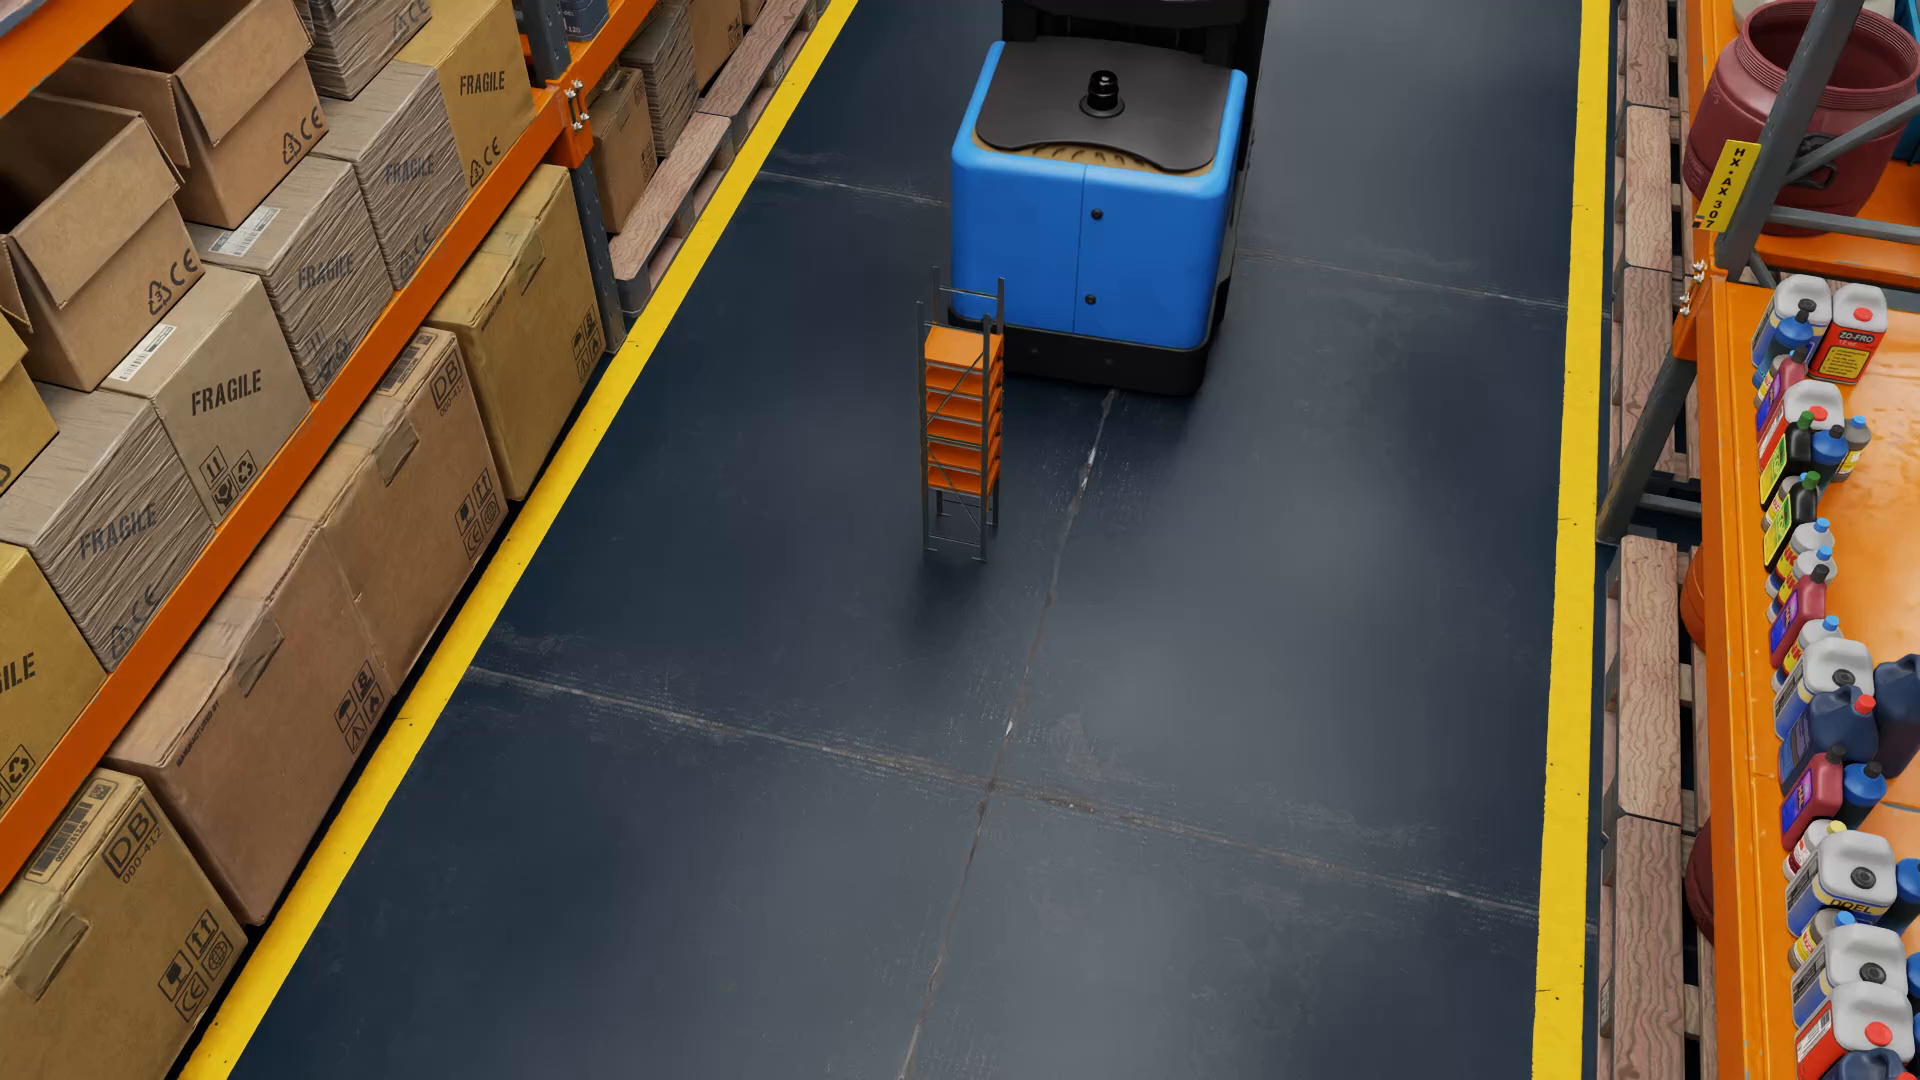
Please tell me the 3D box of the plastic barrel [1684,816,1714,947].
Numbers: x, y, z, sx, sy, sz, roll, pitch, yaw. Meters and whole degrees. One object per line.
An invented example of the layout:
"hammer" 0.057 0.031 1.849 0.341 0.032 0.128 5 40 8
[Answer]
"plastic barrel" 2.469 0.909 4.775 0.600 0.588 0.708 12 50 10

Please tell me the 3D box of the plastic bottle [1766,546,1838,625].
"plastic bottle" 2.153 0.115 4.234 0.097 0.271 0.097 0 49 0

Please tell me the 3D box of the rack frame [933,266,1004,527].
"rack frame" 0.028 -0.474 5.868 0.240 1.200 0.006 12 50 10

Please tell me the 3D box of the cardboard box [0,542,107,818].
"cardboard box" -2.459 0.312 3.907 0.500 0.500 0.500 12 50 10

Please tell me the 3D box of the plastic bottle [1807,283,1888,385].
"plastic bottle" 2.600 -0.604 4.865 0.152 0.276 0.135 12 50 10

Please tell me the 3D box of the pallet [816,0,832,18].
"pallet" -1.050 -3.308 9.029 1.003 0.211 1.213 12 50 10

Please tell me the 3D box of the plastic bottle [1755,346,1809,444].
"plastic bottle" 2.322 -0.407 4.687 0.061 0.283 0.133 12 50 10

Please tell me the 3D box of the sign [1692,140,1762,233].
"sign" 2.346 -1.081 5.095 0.100 0.325 0.005 12 50 10

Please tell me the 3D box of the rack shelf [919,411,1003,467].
"rack shelf" 0.004 -0.378 5.843 0.258 0.103 0.180 12 50 10

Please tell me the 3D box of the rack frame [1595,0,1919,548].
"rack frame" 2.879 -0.924 5.065 1.000 3.000 0.127 12 50 10

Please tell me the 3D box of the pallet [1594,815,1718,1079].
"pallet" 2.388 1.457 4.823 1.003 0.211 1.213 12 50 10

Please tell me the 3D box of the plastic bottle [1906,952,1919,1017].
"plastic bottle" 2.007 0.948 3.499 0.097 0.271 0.097 0 49 0

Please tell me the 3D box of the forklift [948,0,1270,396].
"forklift" 0.771 -2.676 6.657 1.130 2.935 3.031 9 49 8

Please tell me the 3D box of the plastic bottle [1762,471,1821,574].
"plastic bottle" 2.191 -0.047 4.368 0.061 0.283 0.133 12 50 10

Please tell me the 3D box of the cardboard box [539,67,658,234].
"cardboard box" -1.743 -1.708 7.131 0.700 0.500 0.500 9 49 8

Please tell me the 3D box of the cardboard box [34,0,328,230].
"cardboard box" -2.282 -1.270 4.634 0.797 0.503 0.637 13 50 11

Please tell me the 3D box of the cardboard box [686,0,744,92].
"cardboard box" -1.466 -2.523 7.850 0.700 0.500 0.500 15 50 13

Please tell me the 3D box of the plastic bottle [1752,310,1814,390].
"plastic bottle" 2.396 -0.554 4.824 0.097 0.271 0.097 0 49 0

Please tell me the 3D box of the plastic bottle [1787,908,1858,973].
"plastic bottle" 1.886 0.871 3.613 0.097 0.201 0.097 0 49 0

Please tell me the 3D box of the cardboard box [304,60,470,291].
"cardboard box" -1.927 -1.169 5.214 0.500 0.500 0.500 11 50 10

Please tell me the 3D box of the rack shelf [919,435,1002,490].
"rack shelf" 0.004 -0.299 5.933 0.258 0.103 0.180 12 50 10

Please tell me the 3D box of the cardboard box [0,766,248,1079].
"cardboard box" -2.803 1.089 4.425 1.225 0.875 0.875 12 50 10

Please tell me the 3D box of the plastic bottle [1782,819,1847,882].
"plastic bottle" 1.947 0.703 3.761 0.097 0.201 0.097 0 49 0

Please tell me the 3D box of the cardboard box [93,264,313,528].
"cardboard box" -2.196 -0.425 4.558 0.500 0.500 0.500 12 50 11

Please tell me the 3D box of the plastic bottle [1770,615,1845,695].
"plastic bottle" 2.092 0.282 4.086 0.097 0.271 0.097 0 49 0

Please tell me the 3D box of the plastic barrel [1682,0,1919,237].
"plastic barrel" 2.709 -1.364 5.363 0.600 0.536 0.708 12 50 10

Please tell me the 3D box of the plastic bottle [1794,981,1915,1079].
"plastic bottle" 1.847 1.033 3.421 0.152 0.276 0.135 12 50 10

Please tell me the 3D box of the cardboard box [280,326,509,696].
"cardboard box" -2.343 -0.199 5.562 1.225 0.875 0.875 12 50 10

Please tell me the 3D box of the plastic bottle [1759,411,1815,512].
"plastic bottle" 2.252 -0.213 4.516 0.061 0.283 0.133 12 50 10

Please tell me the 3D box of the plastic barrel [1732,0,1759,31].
"plastic barrel" 3.054 -2.052 5.986 0.421 0.512 0.421 0 49 0

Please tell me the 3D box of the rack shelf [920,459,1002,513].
"rack shelf" 0.004 -0.219 6.023 0.258 0.103 0.180 12 50 10

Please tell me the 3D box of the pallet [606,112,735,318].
"pallet" -1.693 -1.543 7.471 1.003 0.211 1.213 12 50 10

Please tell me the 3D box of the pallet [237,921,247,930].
"pallet" -2.822 1.342 4.925 1.003 0.211 1.213 12 50 10

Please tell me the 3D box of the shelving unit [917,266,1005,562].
"shelving unit" 0.004 -0.407 5.809 0.258 1.200 0.189 12 50 10

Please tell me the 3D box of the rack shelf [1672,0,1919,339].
"rack shelf" 3.405 -2.132 6.611 1.077 0.370 4.000 12 50 10

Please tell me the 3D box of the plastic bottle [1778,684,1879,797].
"plastic bottle" 2.042 0.460 3.877 0.144 0.351 0.185 12 50 10

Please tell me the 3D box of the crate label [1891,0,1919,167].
"crate label" 3.401 -1.601 5.639 0.502 0.435 0.616 12 50 10

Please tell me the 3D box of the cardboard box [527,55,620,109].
"cardboard box" -1.752 -1.958 6.851 0.500 0.250 0.500 13 50 12

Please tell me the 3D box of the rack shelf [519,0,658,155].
"rack shelf" -1.373 -3.110 7.474 1.077 0.370 4.000 12 50 10

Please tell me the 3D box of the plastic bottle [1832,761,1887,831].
"plastic bottle" 2.041 0.595 3.810 0.097 0.271 0.097 0 49 0

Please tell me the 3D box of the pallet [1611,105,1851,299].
"pallet" 3.443 -1.433 7.374 1.003 0.211 1.213 12 50 10

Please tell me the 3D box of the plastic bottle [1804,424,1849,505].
"plastic bottle" 2.333 -0.207 4.518 0.097 0.271 0.097 0 49 0

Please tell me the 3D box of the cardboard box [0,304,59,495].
"cardboard box" -2.600 -0.331 3.805 0.797 0.503 0.637 12 50 10
